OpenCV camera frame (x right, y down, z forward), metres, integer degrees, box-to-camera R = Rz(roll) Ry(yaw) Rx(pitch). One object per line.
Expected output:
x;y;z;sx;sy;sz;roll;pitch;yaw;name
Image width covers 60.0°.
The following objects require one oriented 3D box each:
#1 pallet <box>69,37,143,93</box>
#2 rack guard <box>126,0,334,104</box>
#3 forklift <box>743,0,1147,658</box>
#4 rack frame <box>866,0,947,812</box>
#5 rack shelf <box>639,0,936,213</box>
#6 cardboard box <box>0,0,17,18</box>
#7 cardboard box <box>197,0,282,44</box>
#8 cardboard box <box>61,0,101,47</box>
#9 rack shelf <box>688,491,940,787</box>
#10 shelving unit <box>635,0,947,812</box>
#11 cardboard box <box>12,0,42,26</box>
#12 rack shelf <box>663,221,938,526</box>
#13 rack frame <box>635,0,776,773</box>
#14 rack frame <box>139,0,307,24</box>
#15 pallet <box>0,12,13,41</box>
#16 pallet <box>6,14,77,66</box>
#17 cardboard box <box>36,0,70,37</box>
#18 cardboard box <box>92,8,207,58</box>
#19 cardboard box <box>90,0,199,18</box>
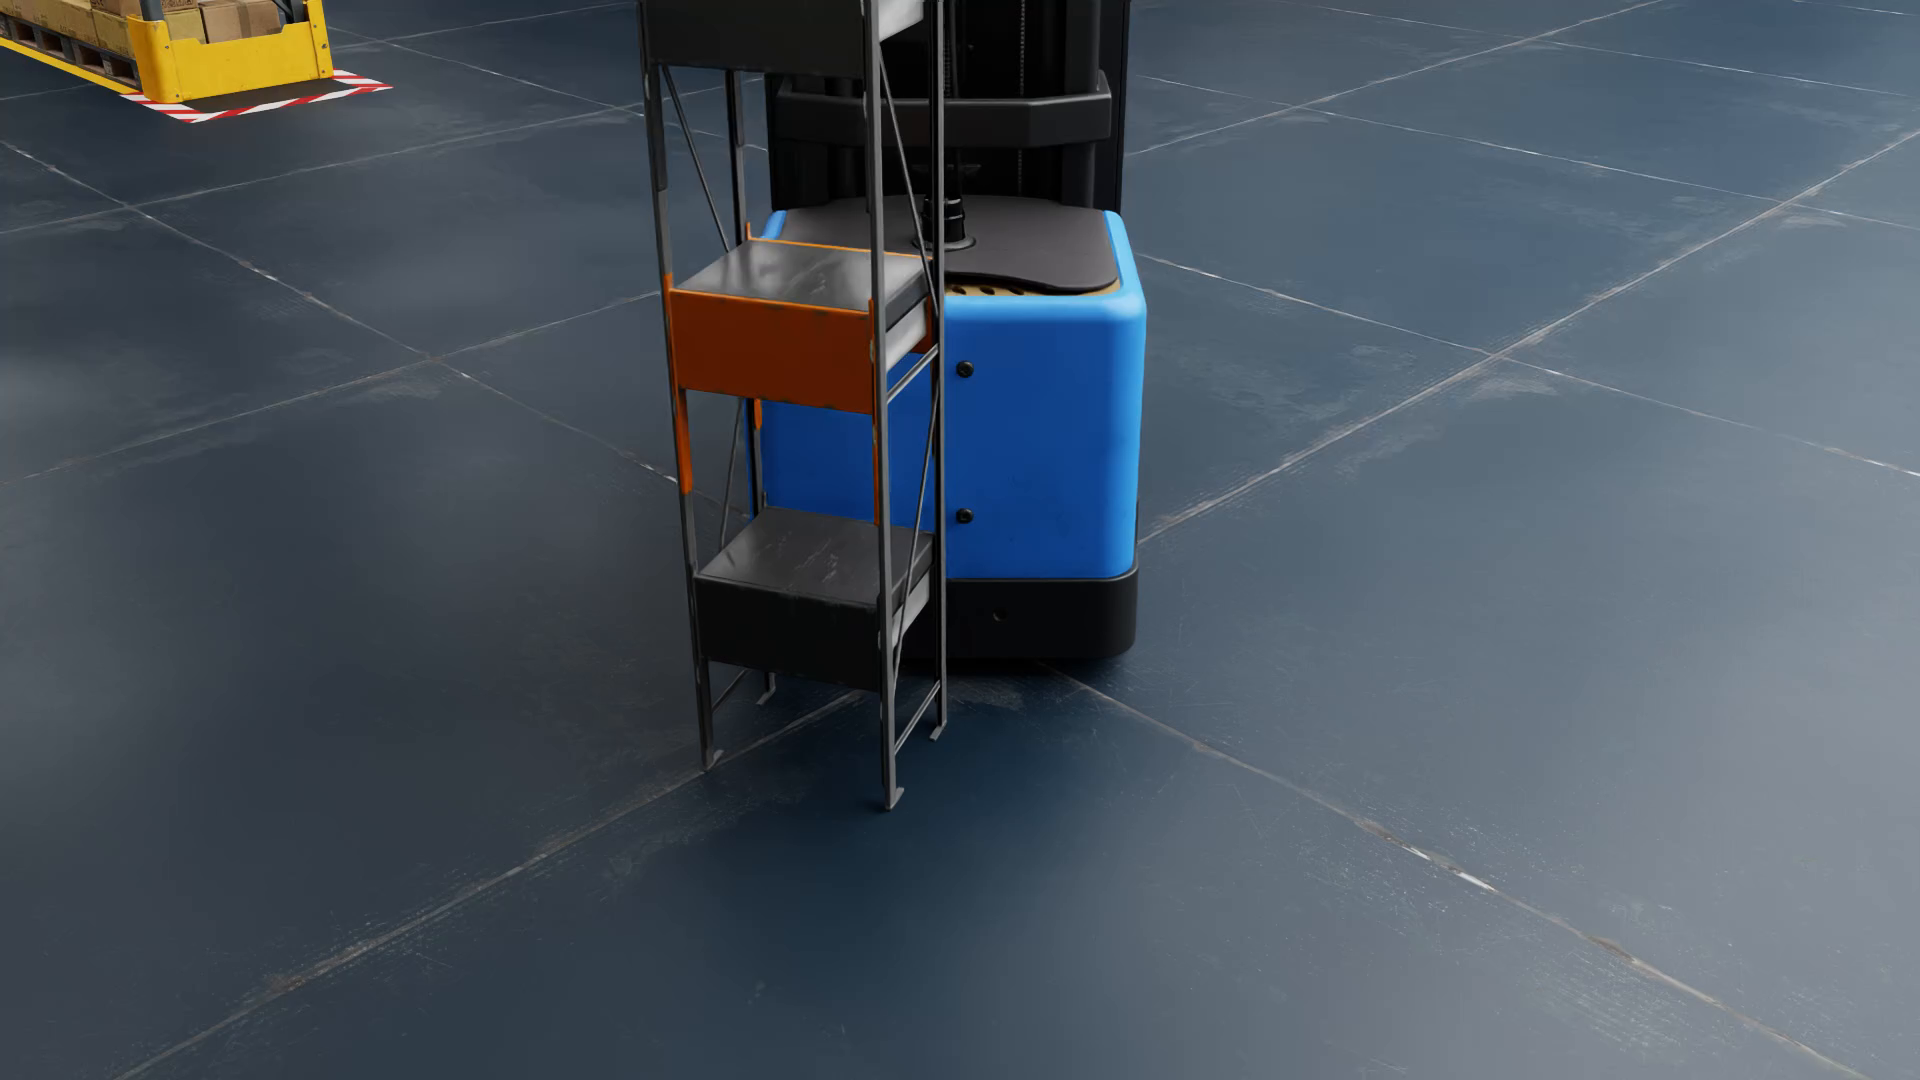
-5.314;-3.324;11.344;1.213;0.211;1.003;25;36;38;pallet
-4.722;-3.208;10.814;0.348;0.500;1.175;25;36;38;rack guard
-0.042;-1.619;5.179;1.130;2.935;3.031;0;28;0;forklift
-0.108;-0.363;3.683;0.015;2.100;0.400;9;29;17;rack frame
-0.339;-1.007;3.434;0.480;0.518;0.431;9;29;17;rack shelf
-6.767;-4.015;12.165;0.500;0.250;0.500;25;36;38;cardboard box
-4.965;-3.540;11.262;0.500;0.250;0.500;25;36;38;cardboard box
-5.693;-3.527;11.238;0.500;0.250;0.500;25;36;38;cardboard box
-0.338;0.232;4.086;0.480;0.518;0.431;9;29;17;rack shelf
-0.339;-0.400;3.754;0.503;2.100;0.431;9;29;17;shelving unit
-6.406;-3.853;11.859;0.500;0.250;0.500;25;36;38;cardboard box
-0.339;-0.388;3.760;0.480;0.518;0.431;9;29;17;rack shelf
-0.569;-0.437;3.825;0.015;2.100;0.400;9;29;17;rack frame
-4.739;-4.322;10.247;0.127;3.000;1.000;25;36;38;rack frame
-7.053;-4.120;12.858;1.213;0.211;1.003;25;36;38;pallet
-6.179;-3.722;12.101;1.213;0.211;1.003;25;36;38;pallet
-6.051;-3.690;11.547;0.500;0.250;0.500;25;36;38;cardboard box
-5.328;-3.368;10.935;0.500;0.250;0.500;25;36;38;cardboard box
-5.330;-3.699;10.759;0.500;0.500;0.500;25;36;38;cardboard box
